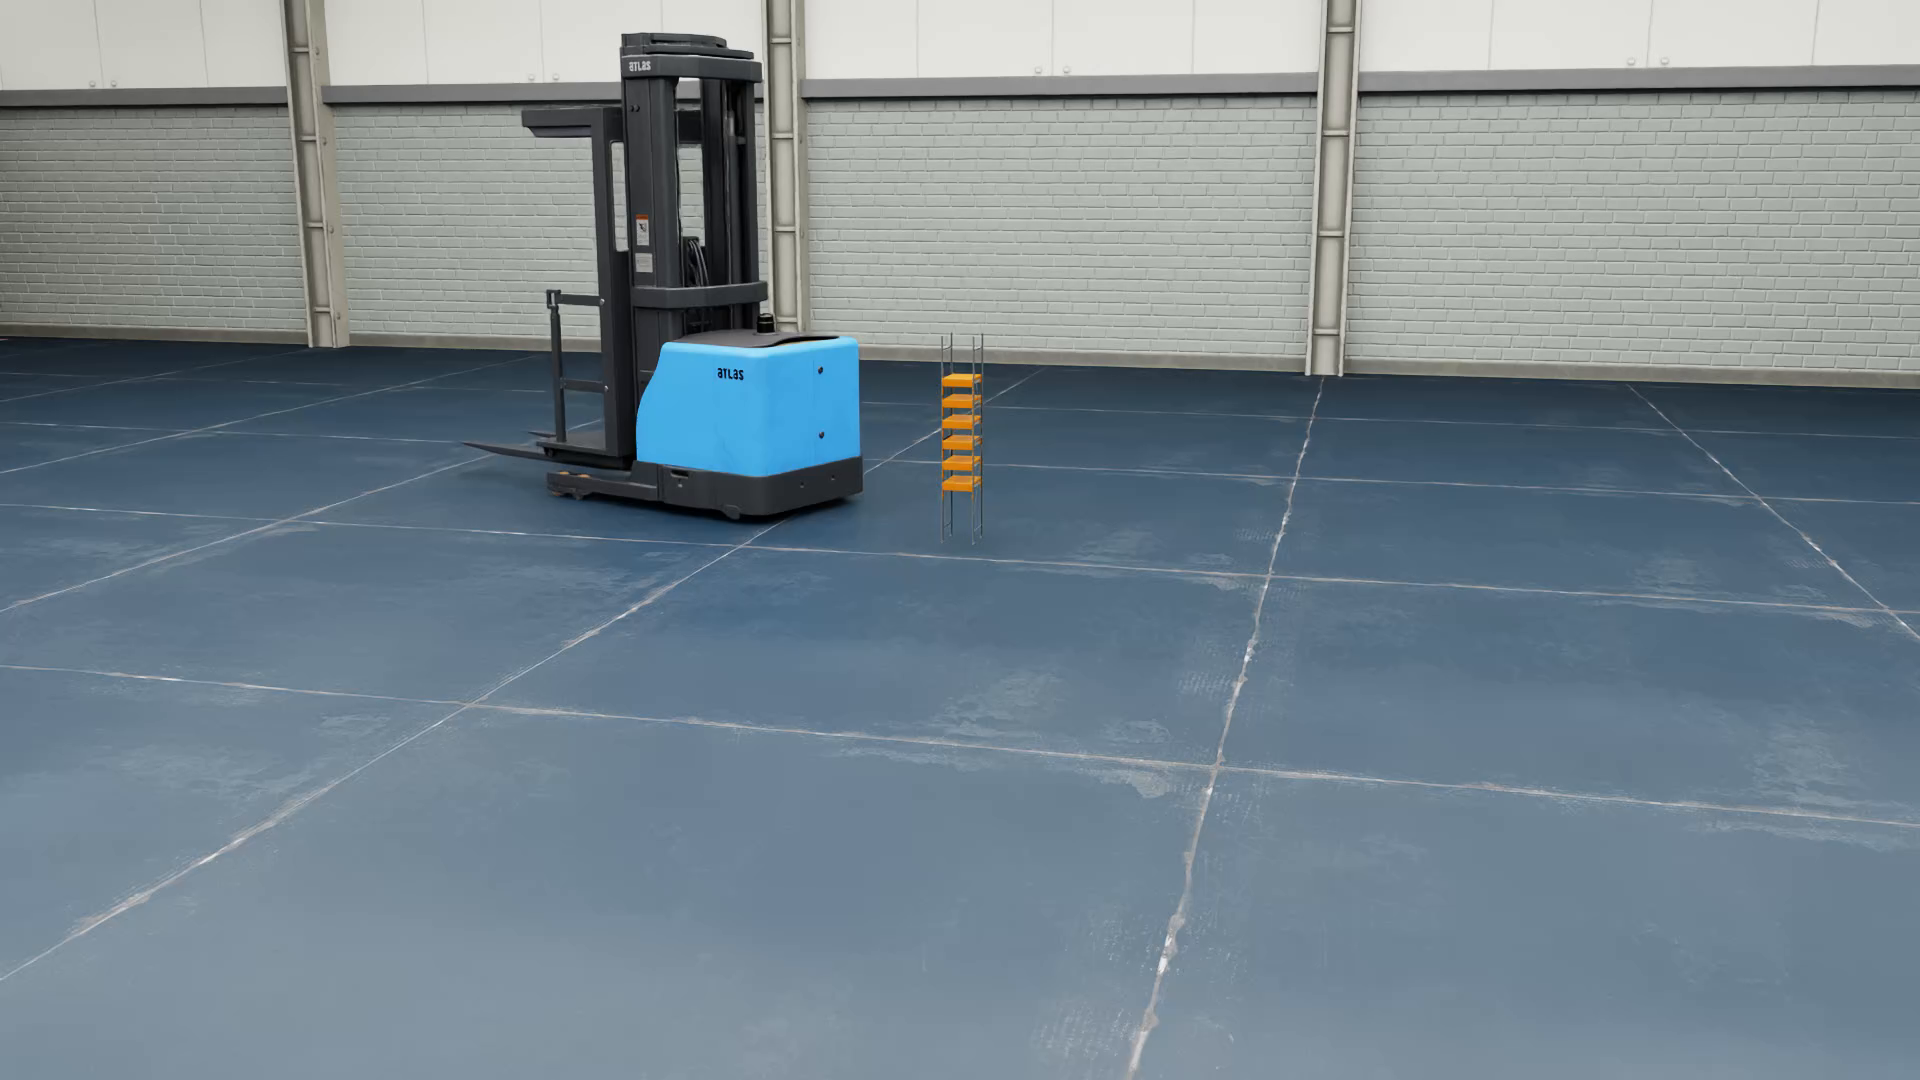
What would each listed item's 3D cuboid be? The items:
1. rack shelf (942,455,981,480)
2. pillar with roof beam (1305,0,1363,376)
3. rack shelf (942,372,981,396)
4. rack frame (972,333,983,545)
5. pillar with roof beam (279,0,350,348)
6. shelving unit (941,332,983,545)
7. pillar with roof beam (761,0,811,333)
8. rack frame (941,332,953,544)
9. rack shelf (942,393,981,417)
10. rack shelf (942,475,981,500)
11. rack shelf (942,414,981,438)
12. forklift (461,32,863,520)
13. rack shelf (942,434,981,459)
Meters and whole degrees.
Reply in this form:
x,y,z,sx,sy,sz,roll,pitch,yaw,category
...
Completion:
x,y,z,sx,sy,sz,roll,pitch,yaw,category
0.014,-0.424,9.636,0.180,0.103,0.258,3,13,14,rack shelf
2.849,-5.256,12.648,0.400,9.000,9.100,3,13,14,pillar with roof beam
0.014,-0.893,9.532,0.180,0.103,0.258,3,13,14,rack shelf
0.103,-0.580,9.579,0.006,1.200,0.240,3,13,14,rack frame
-8.801,-5.879,15.454,0.400,9.000,9.100,3,13,14,pillar with roof beam
0.014,-0.585,9.600,0.189,1.200,0.258,3,13,14,shelving unit
-2.976,-5.567,14.051,0.400,9.000,9.100,3,13,14,pillar with roof beam
-0.075,-0.590,9.622,0.006,1.200,0.240,3,13,14,rack frame
0.014,-0.776,9.558,0.180,0.103,0.258,3,13,14,rack shelf
0.014,-0.307,9.662,0.180,0.103,0.258,3,13,14,rack shelf
0.014,-0.659,9.584,0.180,0.103,0.258,3,13,14,rack shelf
-2.130,-1.780,10.991,3.031,2.935,1.130,9,15,34,forklift
0.014,-0.542,9.610,0.180,0.103,0.258,3,13,14,rack shelf
